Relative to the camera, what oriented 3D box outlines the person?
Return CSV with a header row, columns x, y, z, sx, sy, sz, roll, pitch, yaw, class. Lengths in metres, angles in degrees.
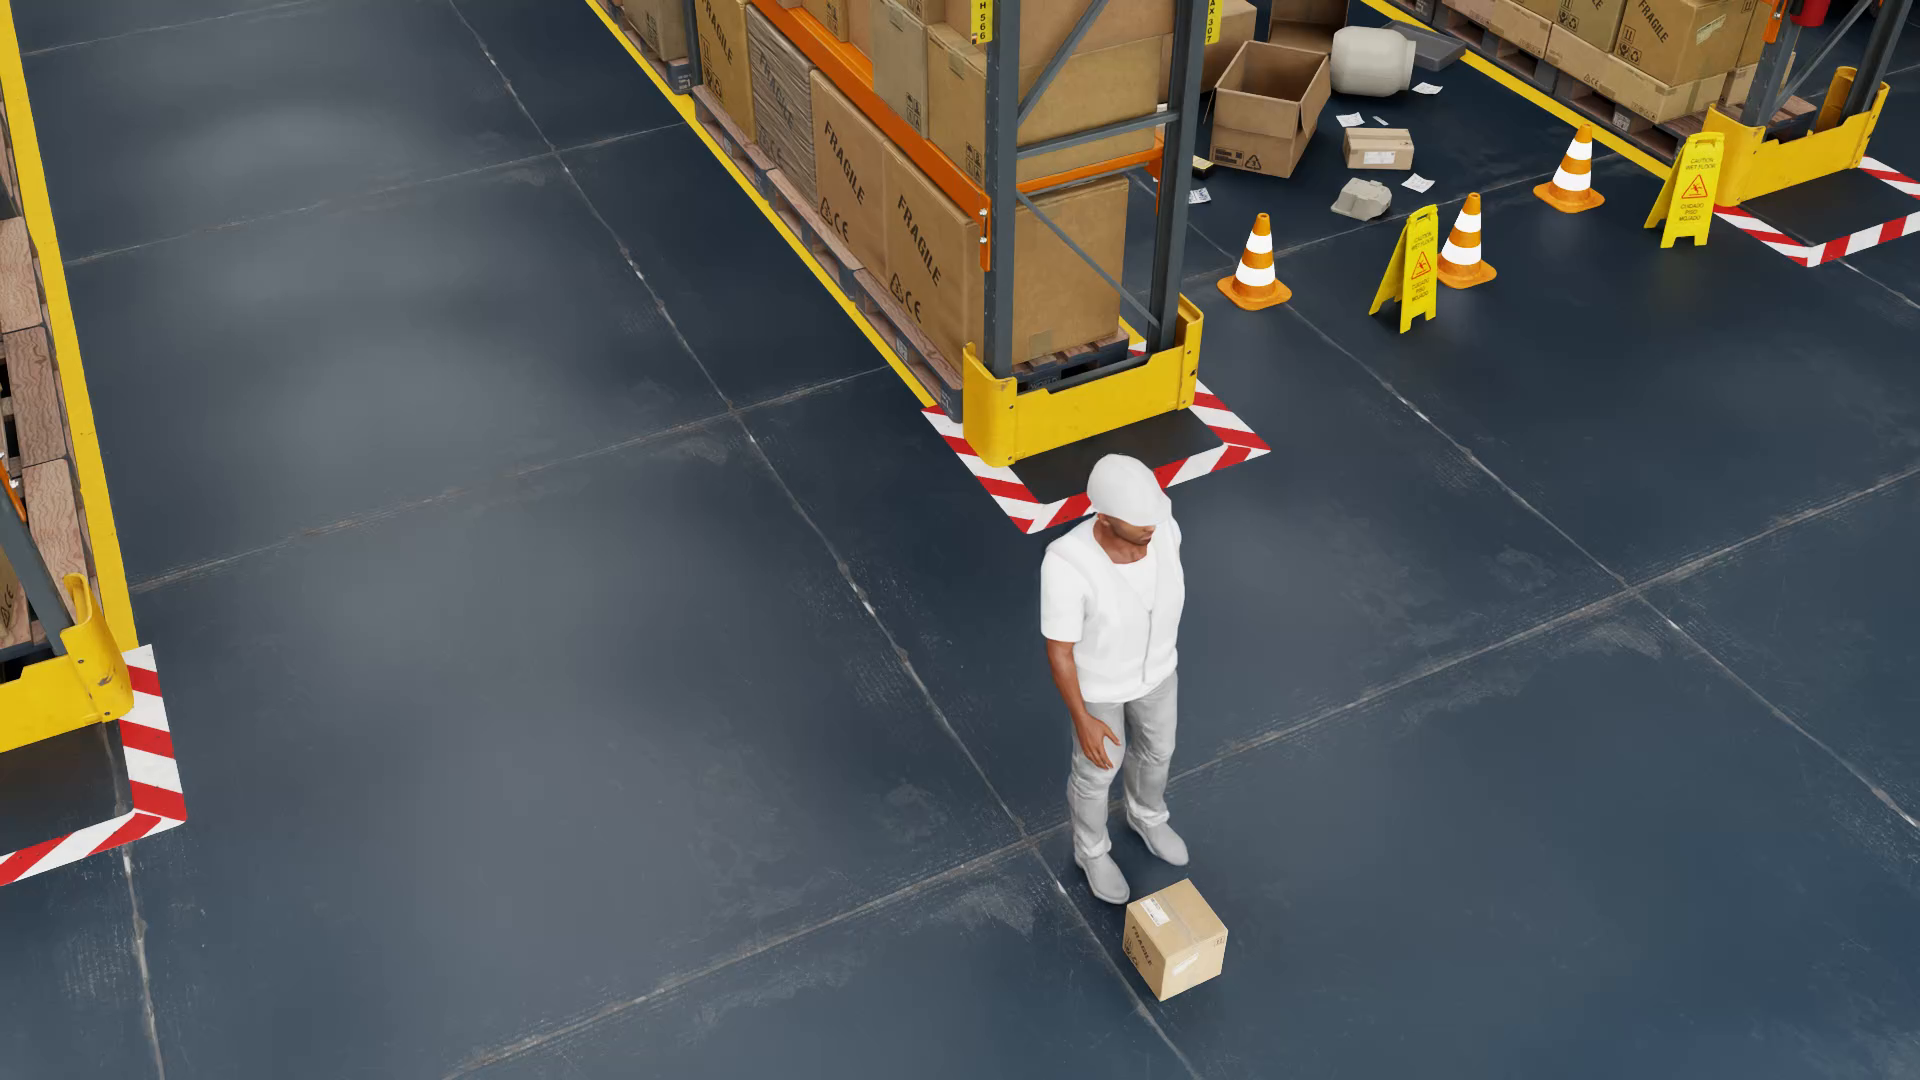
x,y,z,sx,sy,sz,roll,pitch,yaw,class
0.552,0.488,5.576,0.590,1.803,0.495,-22,46,-24,person
